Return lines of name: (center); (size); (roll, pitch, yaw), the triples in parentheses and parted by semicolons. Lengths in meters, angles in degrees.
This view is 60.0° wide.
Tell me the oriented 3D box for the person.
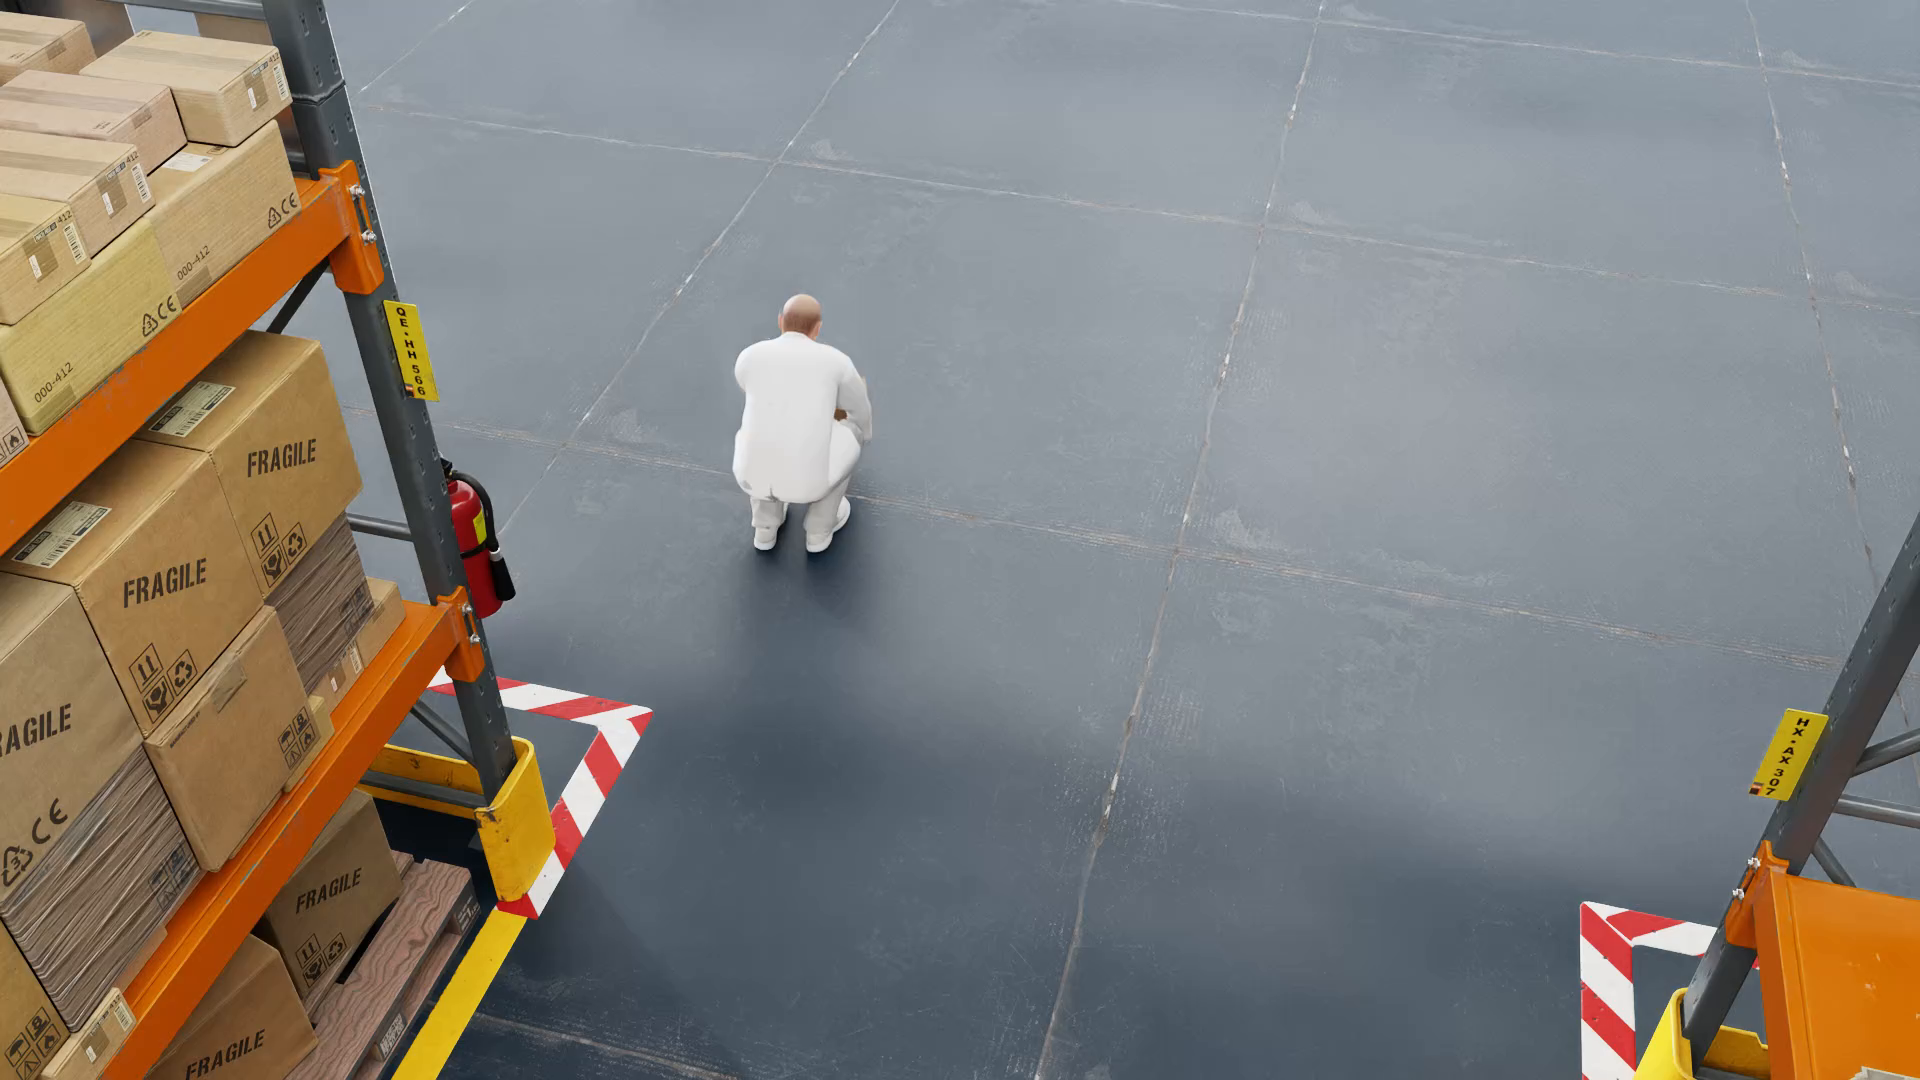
person: (-0.713, -0.502, 7.374); (0.607, 0.981, 0.912); (10, 41, 11)
